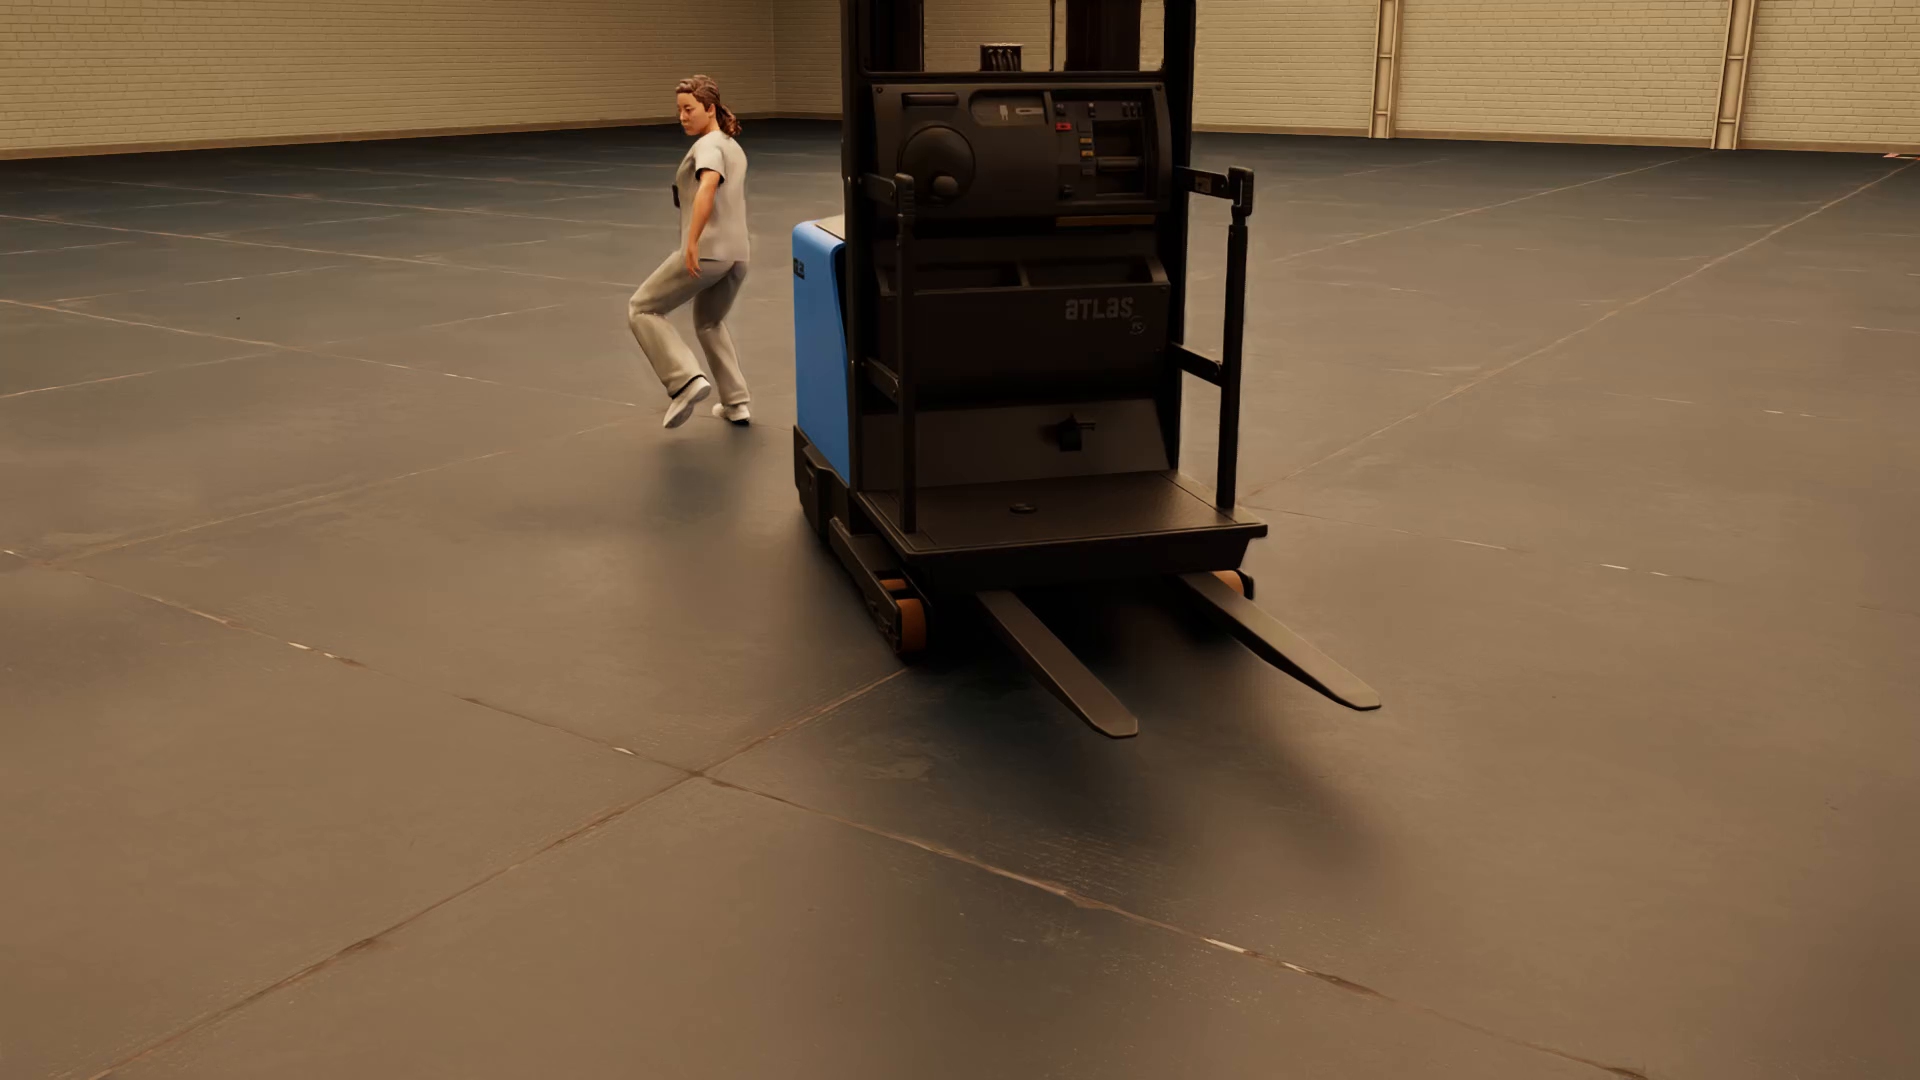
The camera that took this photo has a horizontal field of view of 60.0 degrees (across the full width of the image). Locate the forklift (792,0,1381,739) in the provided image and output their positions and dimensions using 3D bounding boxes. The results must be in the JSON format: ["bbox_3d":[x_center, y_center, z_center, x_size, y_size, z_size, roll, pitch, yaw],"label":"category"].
[{"bbox_3d":[0.254,-1.195,4.829,1.130,2.935,3.031,-5,17,-15],"label":"forklift"}]

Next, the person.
[{"bbox_3d":[-1.186,-1.285,7.515,0.545,1.575,0.705,9,19,28],"label":"person"}]
